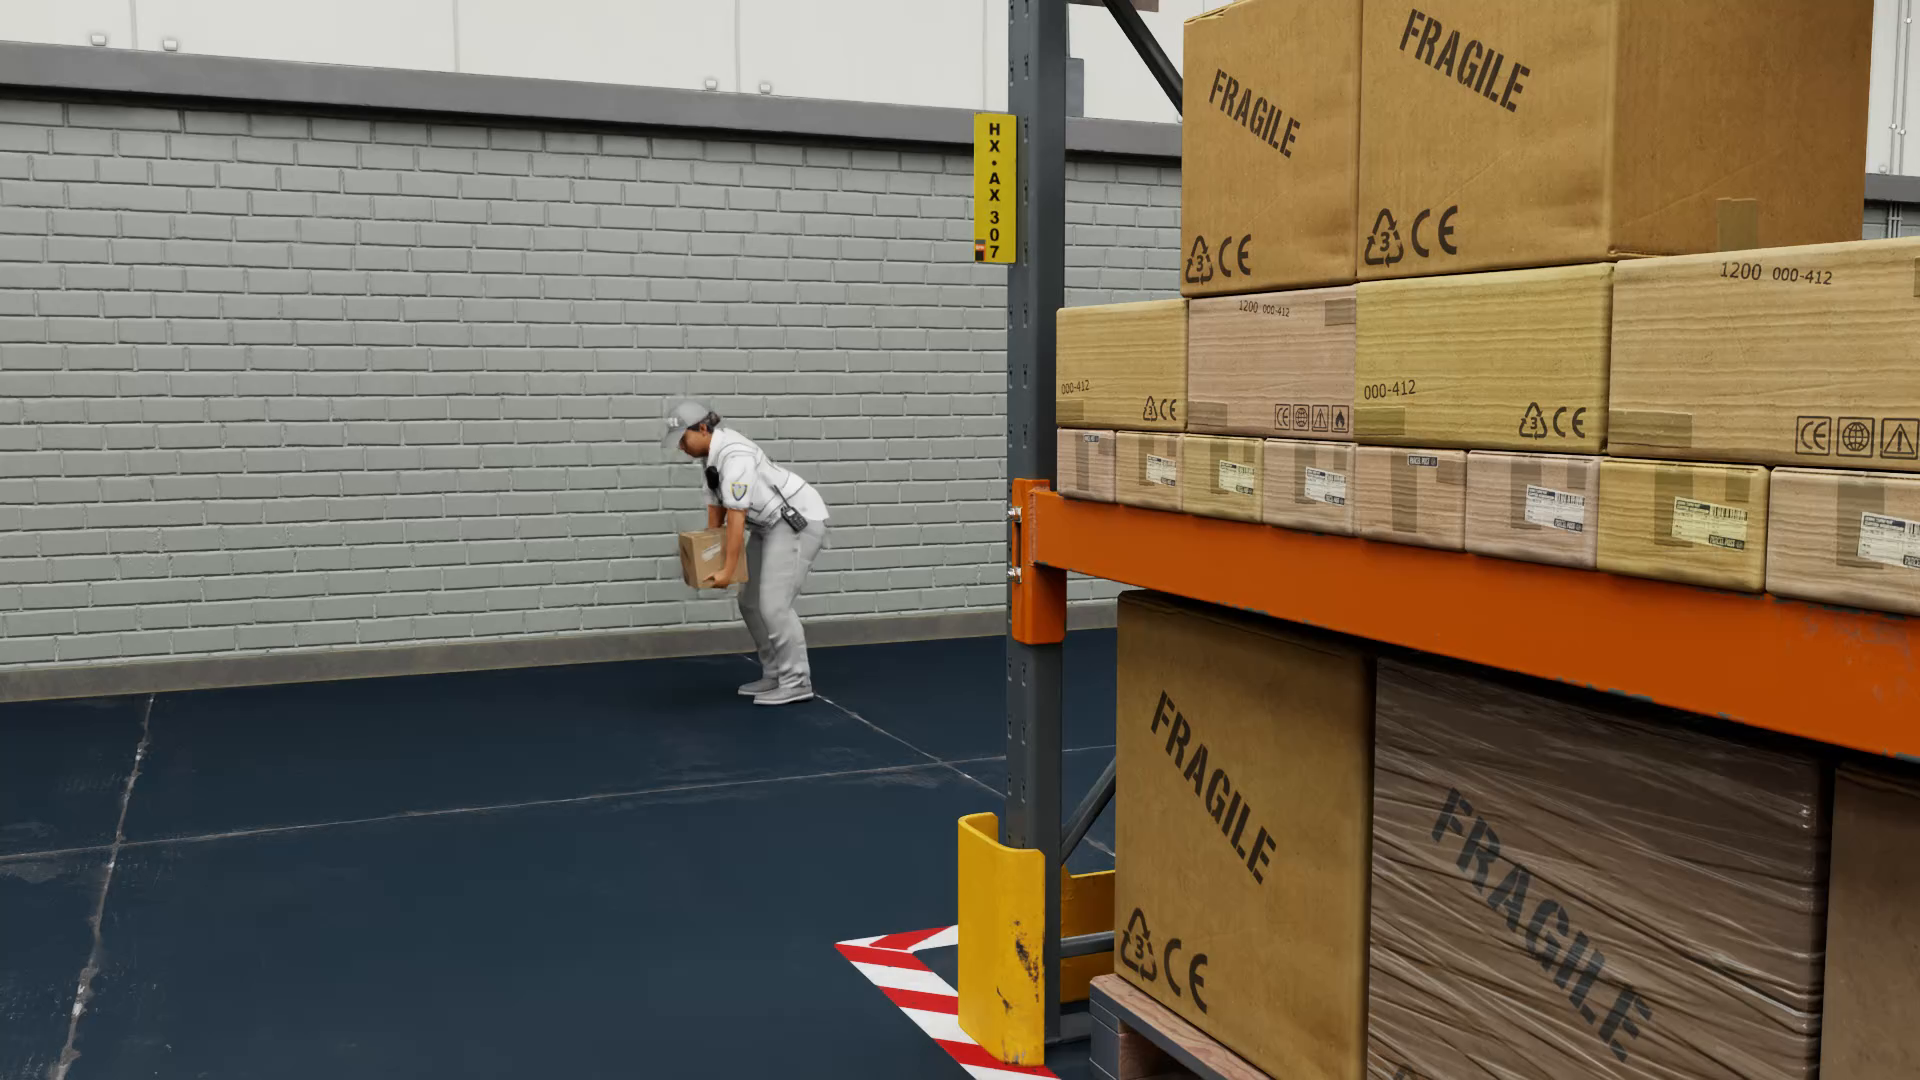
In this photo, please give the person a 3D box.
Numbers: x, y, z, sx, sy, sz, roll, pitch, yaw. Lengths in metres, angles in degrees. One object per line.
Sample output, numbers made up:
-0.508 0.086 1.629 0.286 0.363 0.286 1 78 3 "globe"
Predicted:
-1.051 0.062 8.002 0.789 1.453 0.456 -3 6 -25 "person"
